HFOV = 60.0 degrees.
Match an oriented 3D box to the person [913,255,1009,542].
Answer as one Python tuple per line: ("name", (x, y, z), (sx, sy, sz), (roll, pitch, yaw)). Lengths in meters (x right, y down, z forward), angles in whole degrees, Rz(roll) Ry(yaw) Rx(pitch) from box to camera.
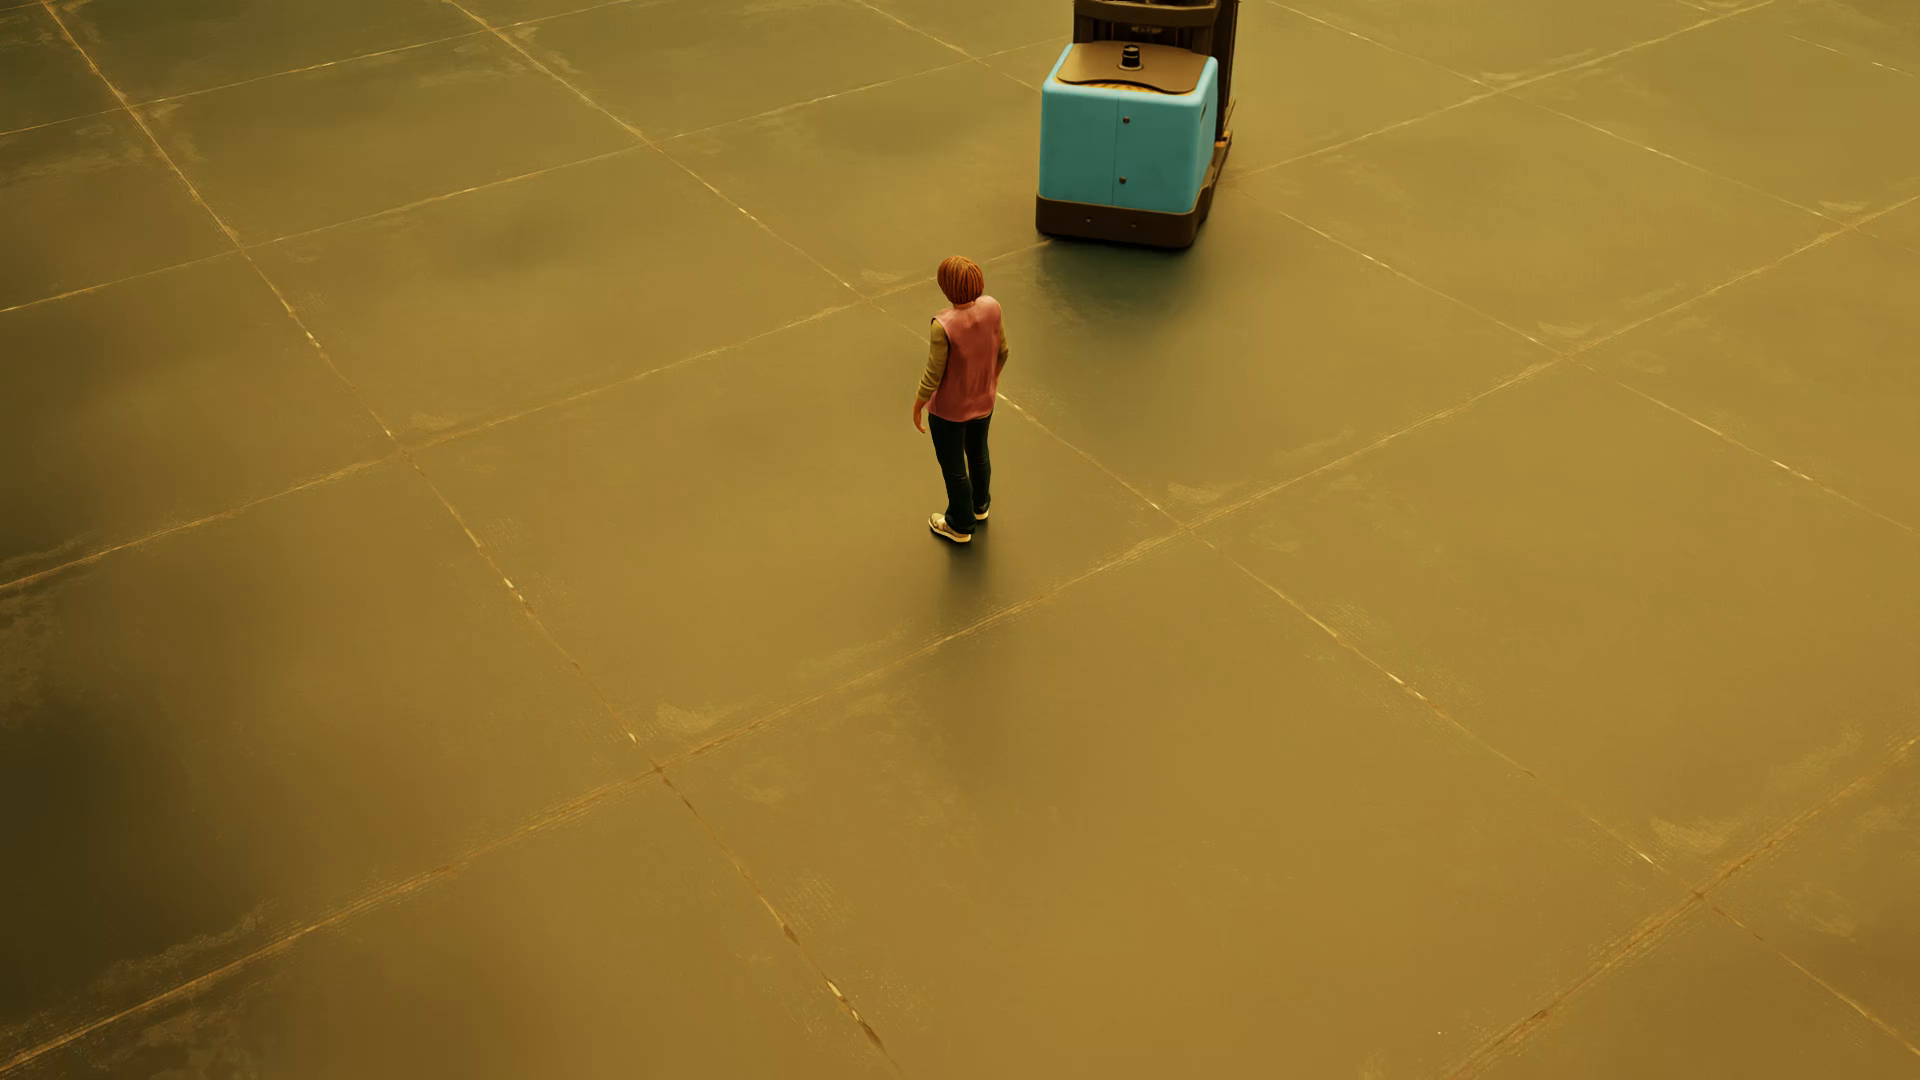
("person", (-0.032, -0.689, 7.986), (0.520, 1.599, 0.473), (-23, 42, -28))

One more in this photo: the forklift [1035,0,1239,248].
("forklift", (1.383, -3.964, 11.306), (1.130, 2.935, 3.031), (9, 37, 12))
